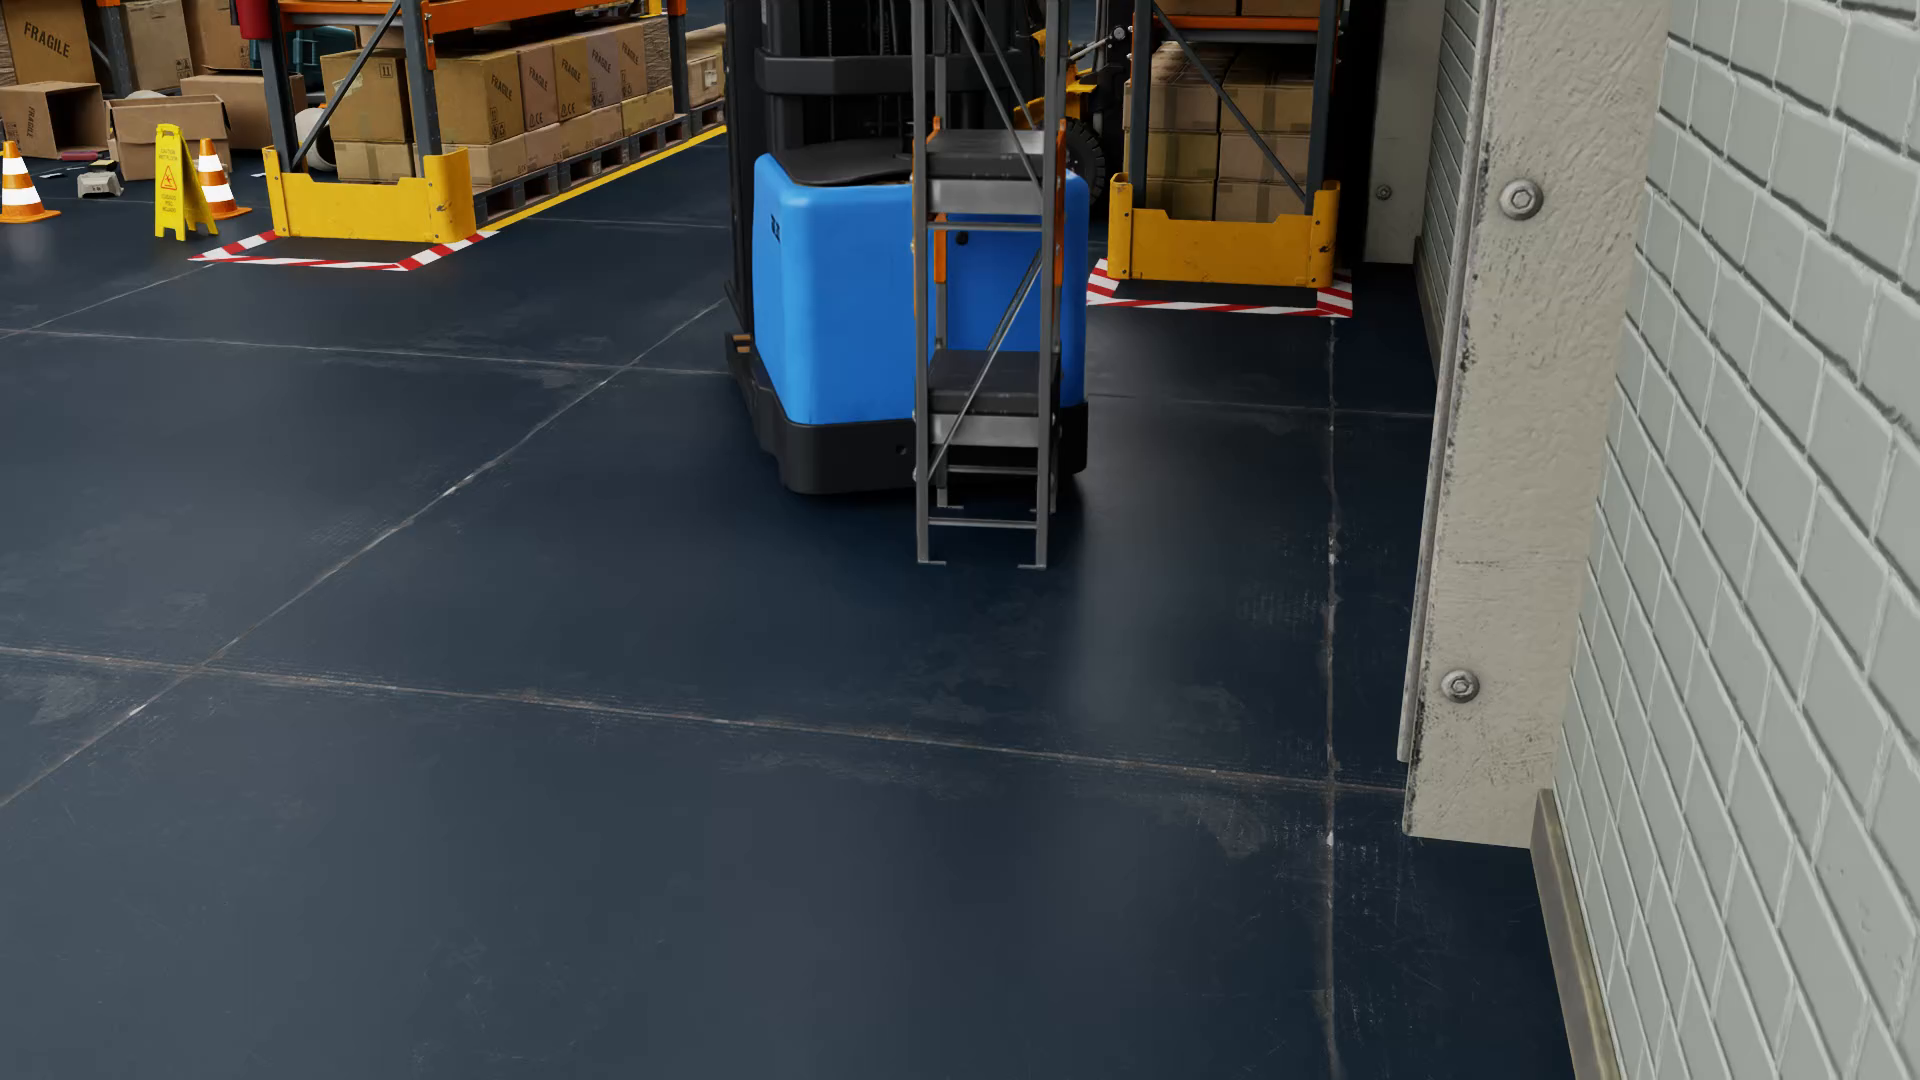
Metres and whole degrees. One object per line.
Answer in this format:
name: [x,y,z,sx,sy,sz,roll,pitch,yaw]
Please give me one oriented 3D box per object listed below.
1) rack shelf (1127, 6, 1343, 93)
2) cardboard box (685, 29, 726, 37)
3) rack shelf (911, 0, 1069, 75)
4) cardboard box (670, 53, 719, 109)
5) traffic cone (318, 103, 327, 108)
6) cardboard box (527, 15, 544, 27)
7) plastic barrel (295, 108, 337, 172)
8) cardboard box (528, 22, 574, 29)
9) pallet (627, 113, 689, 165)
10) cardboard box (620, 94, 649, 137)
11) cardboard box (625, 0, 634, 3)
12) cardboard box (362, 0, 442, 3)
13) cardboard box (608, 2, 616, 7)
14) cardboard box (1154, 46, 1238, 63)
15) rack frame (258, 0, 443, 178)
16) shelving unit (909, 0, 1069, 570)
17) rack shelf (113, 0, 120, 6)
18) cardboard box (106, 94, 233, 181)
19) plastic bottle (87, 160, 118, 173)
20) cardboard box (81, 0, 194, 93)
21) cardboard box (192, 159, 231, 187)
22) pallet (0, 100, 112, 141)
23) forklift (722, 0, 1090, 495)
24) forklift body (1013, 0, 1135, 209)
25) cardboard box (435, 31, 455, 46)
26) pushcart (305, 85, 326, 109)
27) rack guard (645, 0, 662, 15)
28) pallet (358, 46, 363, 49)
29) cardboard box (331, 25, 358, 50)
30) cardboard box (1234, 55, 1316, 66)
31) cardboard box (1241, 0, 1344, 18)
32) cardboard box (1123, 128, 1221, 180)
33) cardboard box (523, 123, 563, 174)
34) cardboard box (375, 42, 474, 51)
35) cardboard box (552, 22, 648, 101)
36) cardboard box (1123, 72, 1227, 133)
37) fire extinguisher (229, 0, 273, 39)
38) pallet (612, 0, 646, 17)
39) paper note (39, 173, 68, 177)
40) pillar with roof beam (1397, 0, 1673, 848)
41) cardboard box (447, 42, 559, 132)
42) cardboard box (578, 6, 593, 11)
rack shelf: [1.790,-3.199,10.246,1.077,0.370,4.000,4,22,11]
cardboard box: [-2.113,-4.604,15.725,0.950,0.372,0.625,4,22,10]
rack shelf: [0.096,-1.618,4.724,0.431,0.518,0.480,2,22,6]
cardboard box: [-2.557,-3.810,13.753,0.950,0.372,0.625,5,22,12]
traffic cone: [-5.776,-4.181,15.115,0.336,0.463,0.334,4,22,11]
cardboard box: [-3.234,-3.785,11.984,0.380,0.149,0.250,5,23,13]
plastic barrel: [-4.538,-2.855,11.875,0.421,0.421,0.512,-16,27,-35]
cardboard box: [-3.144,-3.517,12.186,0.500,0.500,0.500,5,23,13]
pallet: [-2.764,-3.100,12.768,1.003,0.211,1.213,4,22,11]
cardboard box: [-2.618,-3.129,12.225,0.500,0.250,0.500,4,22,9]
cardboard box: [-4.936,-7.933,24.290,0.380,0.149,0.250,5,23,13]
cardboard box: [-3.206,-3.171,9.547,0.380,0.149,0.250,5,22,11]
cardboard box: [-5.102,-7.653,23.596,0.380,0.149,0.250,3,22,9]
cardboard box: [1.473,-2.934,10.404,0.500,0.250,0.500,4,22,10]
rack frame: [-3.478,-3.179,9.231,1.000,3.000,0.127,4,22,11]
shelving unit: [0.096,-0.982,4.981,0.431,2.100,0.503,2,22,6]
rack shelf: [-7.120,-5.380,15.659,1.077,0.370,4.000,4,22,11]
cardboard box: [-5.598,-2.856,11.772,0.797,0.503,0.637,-11,25,-26]
plastic bottle: [-6.148,-2.685,11.938,0.133,0.061,0.283,-3,22,-8]
cardboard box: [-7.489,-4.367,14.631,1.050,0.750,0.750,4,22,11]
cardboard box: [-5.188,-2.489,11.336,0.380,0.149,0.250,18,28,38]
pallet: [-7.760,-3.416,13.554,1.003,0.211,1.213,4,22,11]
forklift: [-0.389,-2.031,6.472,1.130,2.935,3.031,-5,22,-12]
forklift body: [-0.017,-3.241,10.521,2.313,2.155,1.214,4,22,11]
cardboard box: [-3.506,-3.291,10.756,0.380,0.149,0.250,5,22,12]
pushcart: [-4.904,-3.581,13.739,1.648,0.377,0.936,-3,22,-8]
rack guard: [-5.095,-8.183,25.004,1.175,0.500,0.348,4,22,11]
pallet: [-6.551,-5.437,18.571,1.003,0.211,1.213,4,22,11]
cardboard box: [-6.924,-5.380,17.147,1.050,0.750,0.750,4,22,10]
cardboard box: [1.877,-2.711,9.851,0.500,0.250,0.500,4,22,11]
cardboard box: [1.755,-3.008,8.674,0.500,0.500,0.500,5,23,13]
cardboard box: [1.176,-2.155,9.138,0.500,0.250,0.500,4,22,10]
cardboard box: [-2.931,-2.558,10.809,0.500,0.250,0.500,5,23,13]
cardboard box: [-3.466,-2.950,10.778,0.500,0.500,0.500,5,23,13]
cardboard box: [-2.622,-3.486,12.108,0.500,0.500,0.500,5,22,12]
cardboard box: [1.171,-2.377,9.021,0.500,0.250,0.500,5,23,13]
fire extinguisher: [-3.952,-3.136,9.229,0.296,0.674,0.183,4,22,11]
pallet: [-5.295,-7.755,24.326,1.003,0.211,1.213,4,22,11]
paper note: [-6.371,-2.570,11.696,0.144,0.017,0.142,13,25,29]
pillar with roof beam: [-3.032,-3.904,3.002,9.100,9.000,0.400,4,22,11]
cardboard box: [-2.936,-2.920,10.704,0.500,0.500,0.500,4,22,9]
cardboard box: [-5.282,-7.366,22.883,0.380,0.149,0.250,4,22,9]
